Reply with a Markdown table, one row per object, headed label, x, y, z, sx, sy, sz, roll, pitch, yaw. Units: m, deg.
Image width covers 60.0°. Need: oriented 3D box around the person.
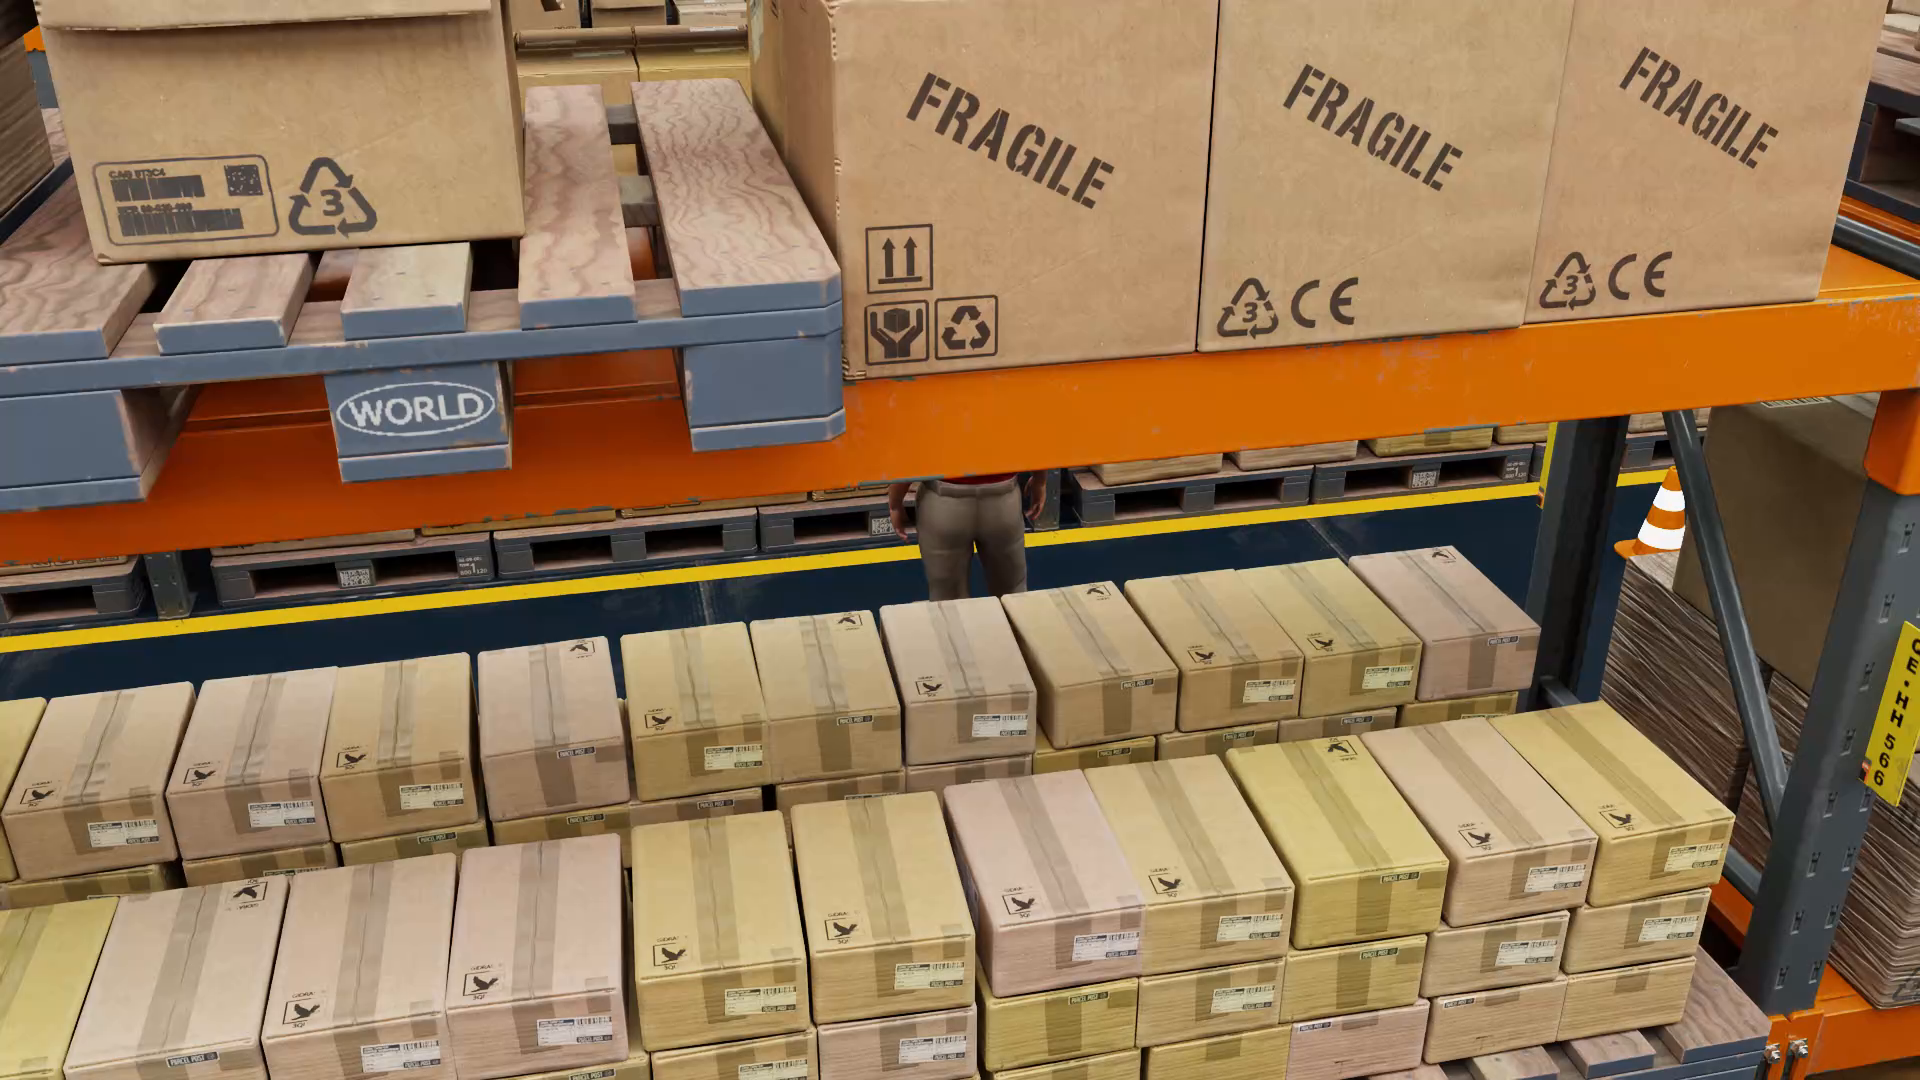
| label | x | y | z | sx | sy | sz | roll | pitch | yaw |
| --- | --- | --- | --- | --- | --- | --- | --- | --- | --- |
| person | 0.022 | -0.170 | 6.454 | 0.642 | 1.726 | 0.550 | -6 | 27 | -12 |
